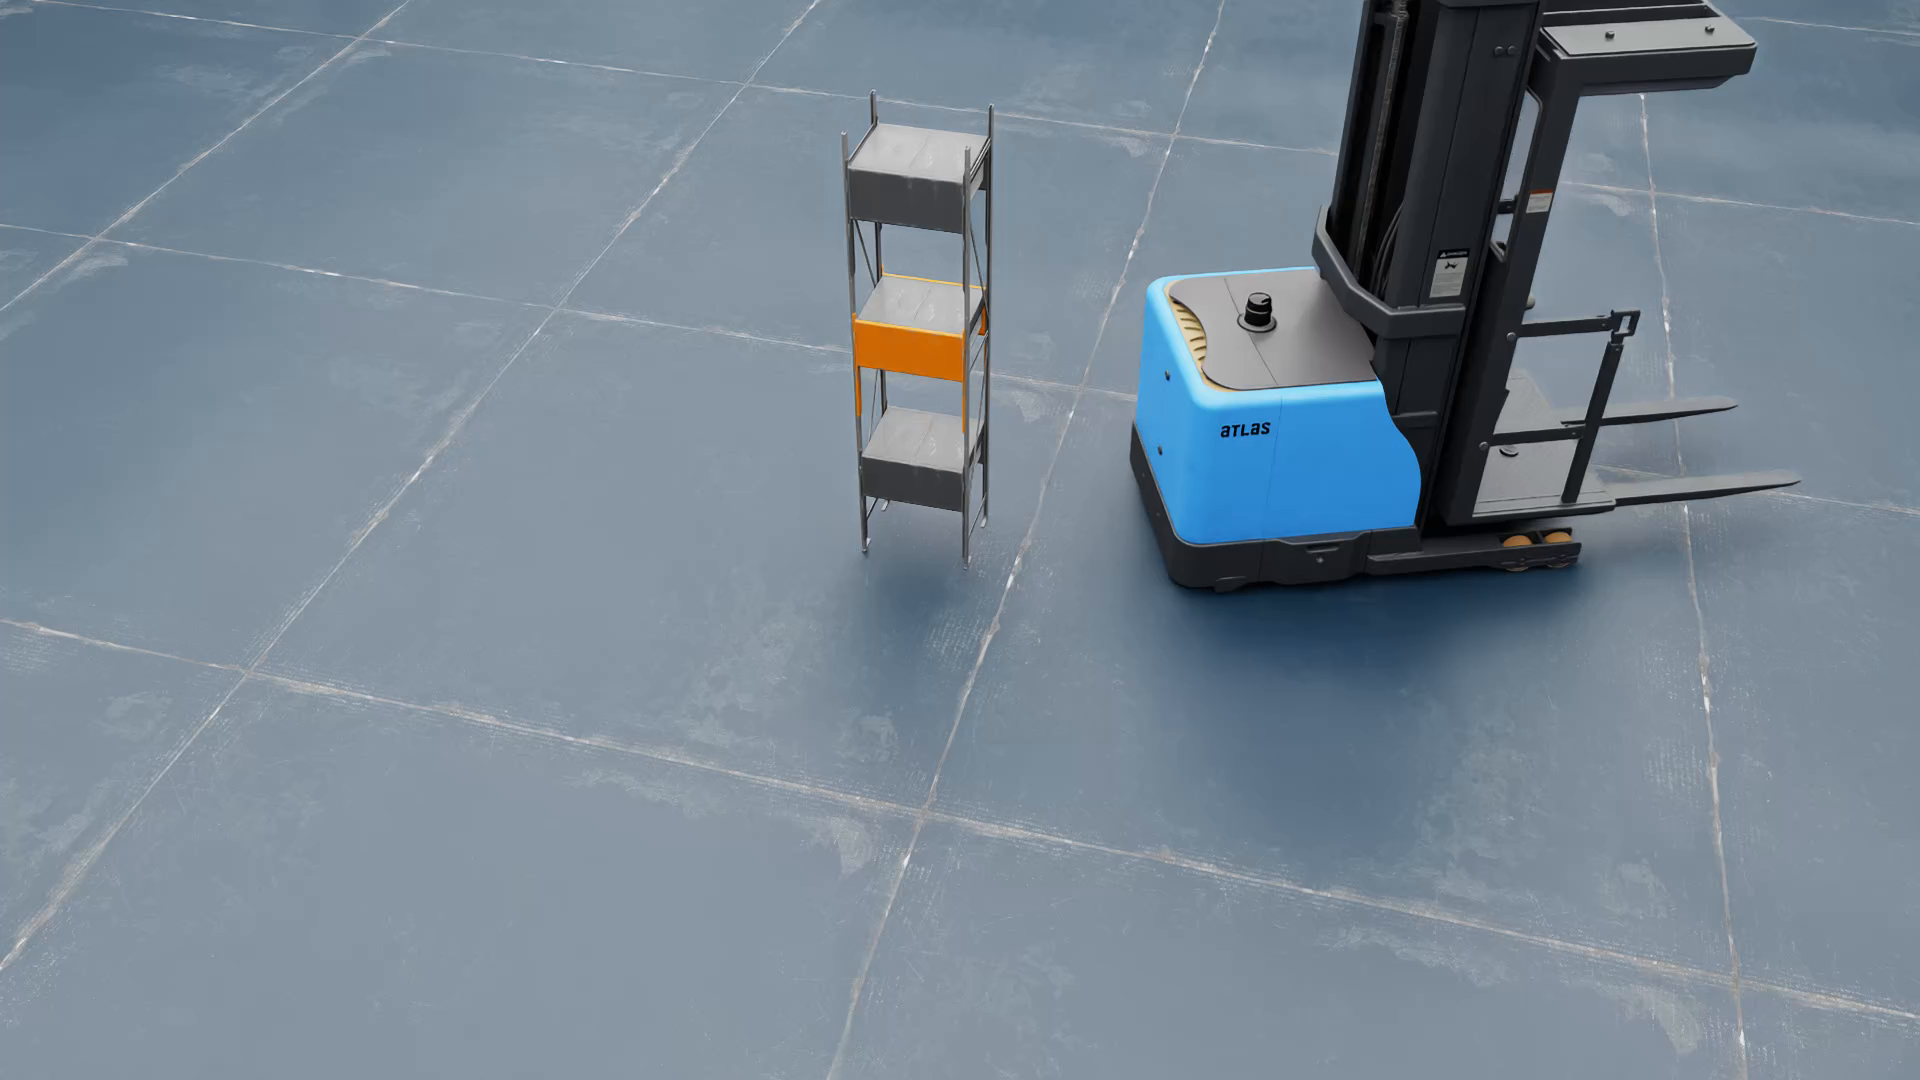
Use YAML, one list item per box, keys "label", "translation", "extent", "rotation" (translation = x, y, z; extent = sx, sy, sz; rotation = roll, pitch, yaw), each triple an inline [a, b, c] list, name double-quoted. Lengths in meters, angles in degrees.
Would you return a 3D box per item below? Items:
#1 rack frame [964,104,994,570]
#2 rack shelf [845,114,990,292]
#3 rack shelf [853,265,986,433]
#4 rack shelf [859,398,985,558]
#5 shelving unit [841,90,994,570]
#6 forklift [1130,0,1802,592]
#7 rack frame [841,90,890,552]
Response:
- label: "rack frame"
  translation: [0.076, -0.791, 7.084]
  extent: [0.015, 2.100, 0.400]
  rotation: [10, 41, 11]
- label: "rack shelf"
  translation: [-0.160, -1.357, 6.691]
  extent: [0.480, 0.518, 0.431]
  rotation: [10, 41, 11]
- label: "rack shelf"
  translation: [-0.160, -0.821, 7.141]
  extent: [0.480, 0.518, 0.431]
  rotation: [10, 41, 11]
- label: "rack shelf"
  translation: [-0.160, -0.285, 7.591]
  extent: [0.480, 0.518, 0.431]
  rotation: [10, 41, 11]
- label: "shelving unit"
  translation: [-0.160, -0.832, 7.132]
  extent: [0.503, 2.100, 0.431]
  rotation: [10, 41, 11]
- label: "forklift"
  translation: [2.387, -1.312, 7.057]
  extent: [3.031, 2.935, 1.130]
  rotation: [-5, 40, -6]
- label: "rack frame"
  translation: [-0.396, -0.872, 7.180]
  extent: [0.015, 2.100, 0.400]
  rotation: [10, 41, 11]
